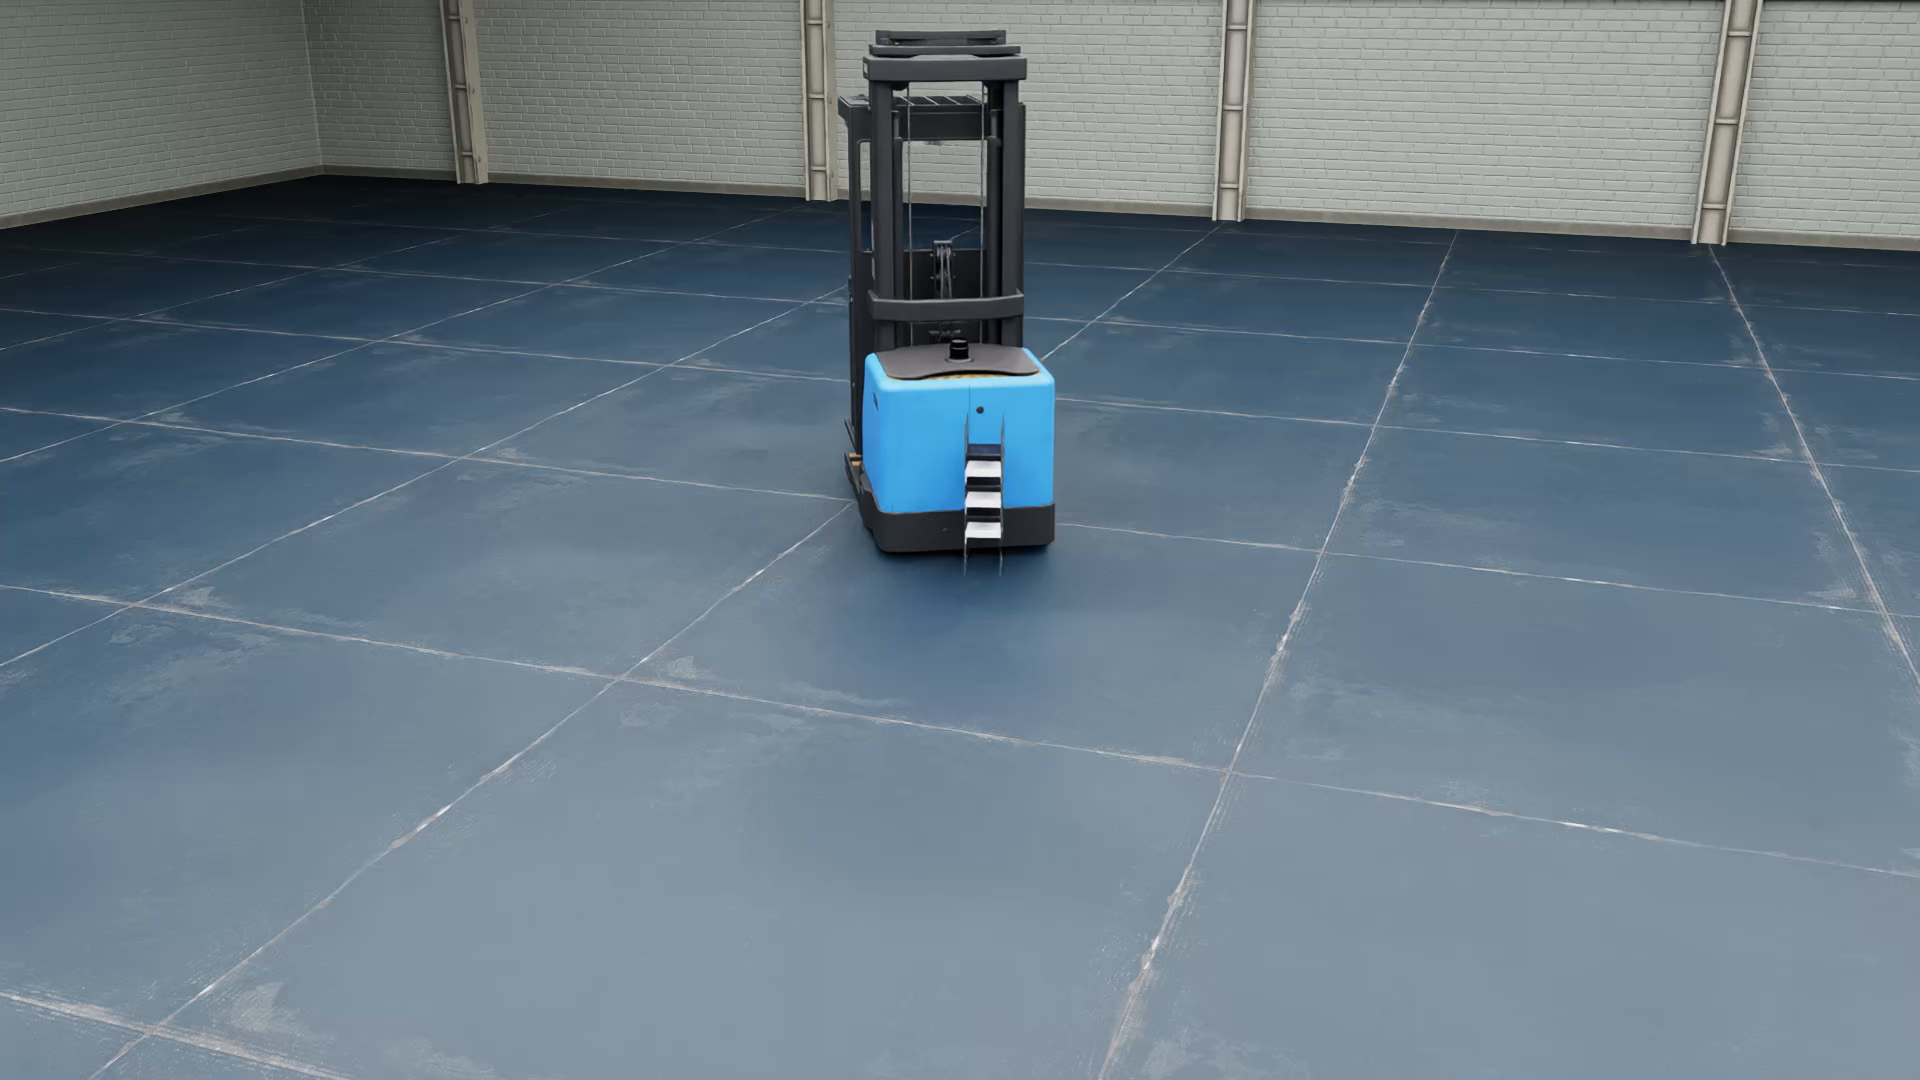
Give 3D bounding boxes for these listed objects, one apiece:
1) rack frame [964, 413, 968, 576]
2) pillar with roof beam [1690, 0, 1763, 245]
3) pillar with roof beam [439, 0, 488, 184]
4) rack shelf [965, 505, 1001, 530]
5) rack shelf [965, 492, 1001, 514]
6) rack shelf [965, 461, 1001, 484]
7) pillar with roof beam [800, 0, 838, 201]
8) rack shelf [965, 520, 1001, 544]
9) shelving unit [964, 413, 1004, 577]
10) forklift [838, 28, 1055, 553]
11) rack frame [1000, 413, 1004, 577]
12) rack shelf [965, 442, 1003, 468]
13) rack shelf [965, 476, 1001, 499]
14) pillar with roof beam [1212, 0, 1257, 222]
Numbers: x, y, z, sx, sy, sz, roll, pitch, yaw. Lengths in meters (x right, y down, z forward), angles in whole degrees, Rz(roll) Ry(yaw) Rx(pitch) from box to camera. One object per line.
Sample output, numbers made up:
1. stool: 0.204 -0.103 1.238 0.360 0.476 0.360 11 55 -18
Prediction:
1. rack frame: 0.036 -0.257 9.445 0.006 0.900 0.240 1 19 3
2. pillar with roof beam: 7.898 -6.615 15.383 0.400 9.000 9.100 7 20 18
3. pillar with roof beam: -9.106 -8.560 20.960 0.400 9.000 9.100 7 20 18
4. rack shelf: 0.137 -0.138 9.480 0.200 0.077 0.258 1 19 3
5. rack shelf: 0.137 -0.223 9.450 0.200 0.077 0.258 1 19 3
6. rack shelf: 0.137 -0.393 9.391 0.200 0.077 0.258 1 19 3
7. pillar with roof beam: -3.438 -7.911 19.101 0.400 9.000 9.100 7 20 18
8. rack shelf: 0.137 -0.053 9.509 0.200 0.077 0.258 1 19 3
9. shelving unit: 0.137 -0.254 9.439 0.210 0.900 0.258 1 19 3
10. forklift: -0.180 -1.757 10.664 1.130 2.935 3.031 -3 19 -9
11. rack frame: 0.239 -0.252 9.433 0.006 0.900 0.240 1 19 3
12. rack shelf: 0.137 -0.478 9.361 0.200 0.077 0.258 1 19 3
13. rack shelf: 0.137 -0.308 9.420 0.200 0.077 0.258 1 19 3
14. pillar with roof beam: 2.230 -7.263 17.242 0.400 9.000 9.100 7 20 18
